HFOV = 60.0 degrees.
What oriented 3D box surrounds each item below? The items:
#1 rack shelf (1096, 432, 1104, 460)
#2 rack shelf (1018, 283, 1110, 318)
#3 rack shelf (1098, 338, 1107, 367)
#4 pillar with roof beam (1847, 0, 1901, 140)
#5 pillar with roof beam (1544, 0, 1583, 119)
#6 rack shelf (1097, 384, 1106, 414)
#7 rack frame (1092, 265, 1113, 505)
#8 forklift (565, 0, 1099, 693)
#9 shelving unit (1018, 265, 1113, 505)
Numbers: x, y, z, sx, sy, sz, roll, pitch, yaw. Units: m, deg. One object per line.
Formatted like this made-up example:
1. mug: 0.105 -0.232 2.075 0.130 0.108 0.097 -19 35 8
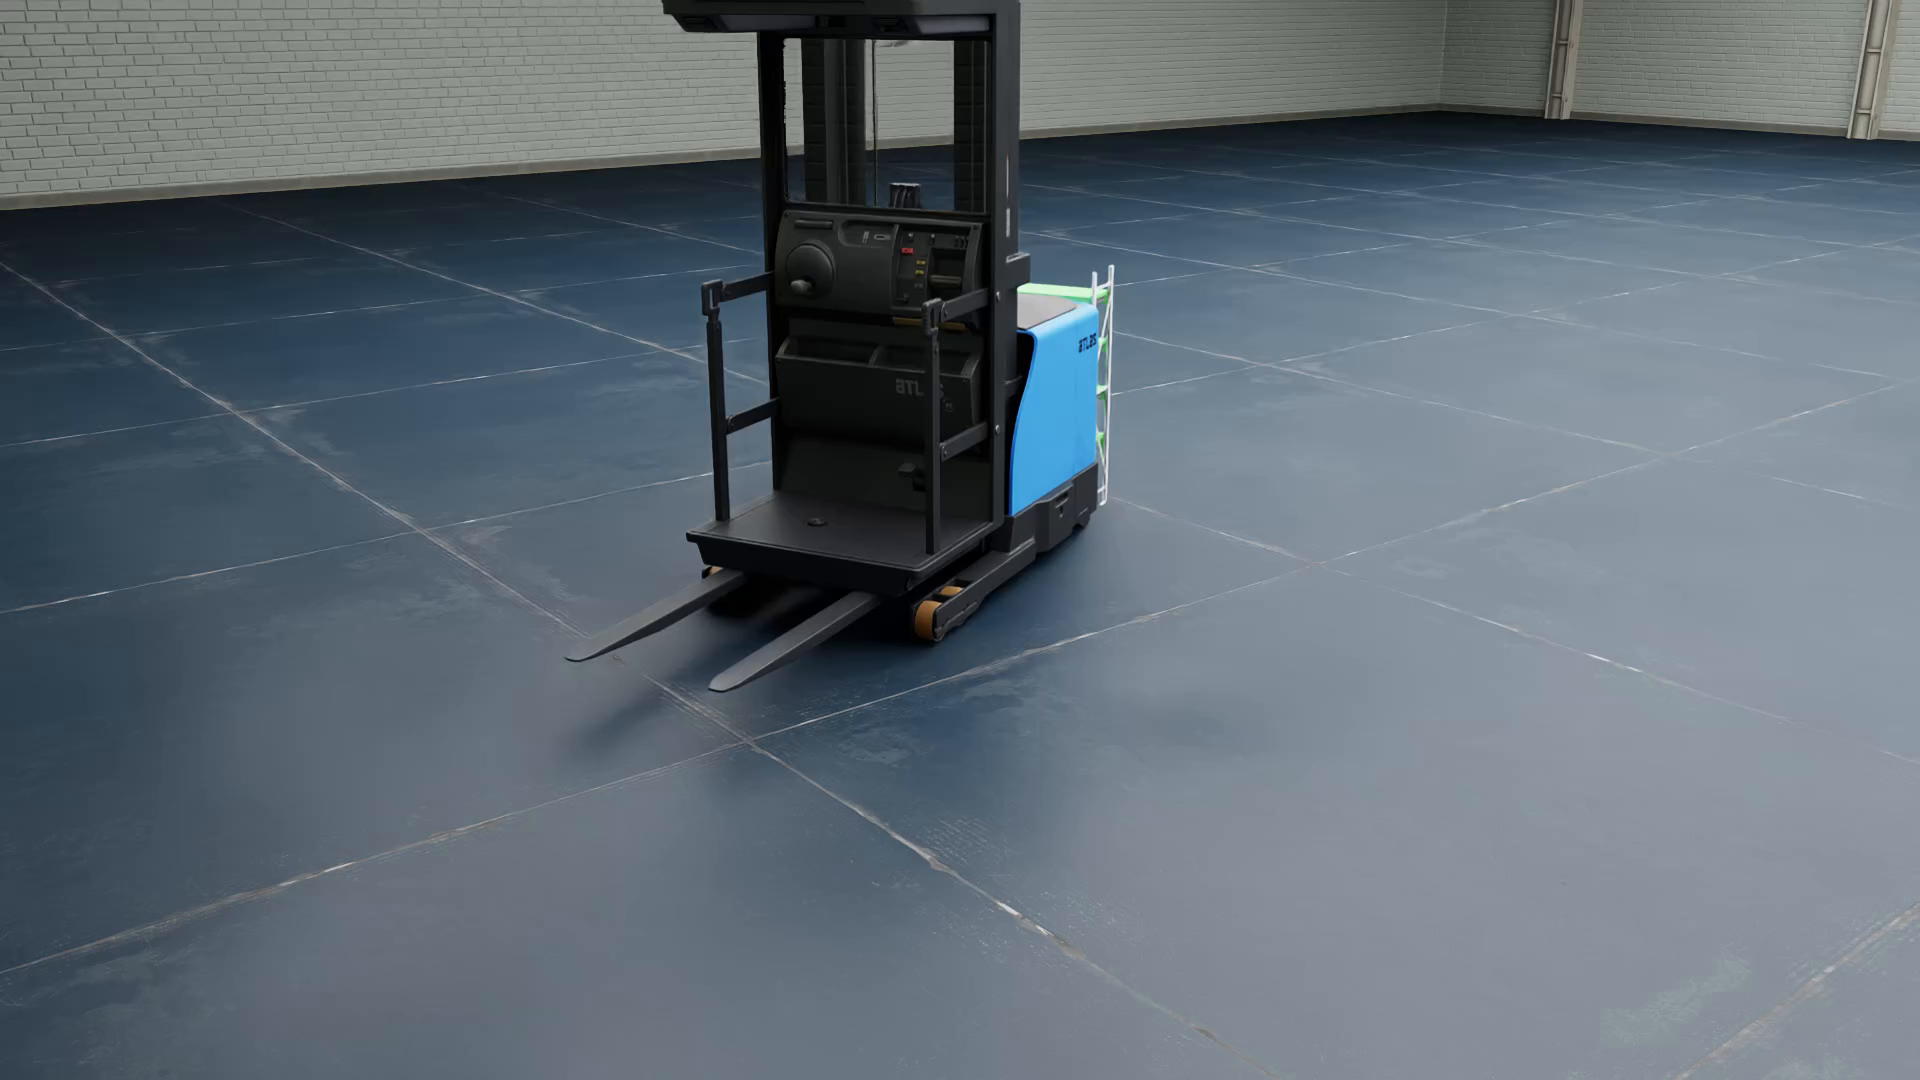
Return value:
1. rack shelf: 0.466 -0.474 8.353 0.480 0.148 0.258 9 20 25
2. rack shelf: 0.467 -1.158 8.127 0.480 0.148 0.258 9 20 25
3. rack shelf: 0.466 -0.930 8.203 0.480 0.148 0.258 9 20 25
4. pillar with roof beam: 12.395 -10.454 25.117 9.100 9.000 0.400 -14 23 -36
5. pillar with roof beam: 8.670 -11.932 29.582 9.100 9.000 0.400 -14 23 -36
6. rack shelf: 0.466 -0.702 8.278 0.480 0.148 0.258 9 20 25
7. rack frame: 0.685 -0.729 8.156 0.015 1.200 0.240 9 20 25
8. forklift: -0.435 -1.141 6.647 1.130 2.935 3.031 9 20 25
9. shelving unit: 0.466 -0.763 8.258 0.503 1.200 0.258 9 20 25
